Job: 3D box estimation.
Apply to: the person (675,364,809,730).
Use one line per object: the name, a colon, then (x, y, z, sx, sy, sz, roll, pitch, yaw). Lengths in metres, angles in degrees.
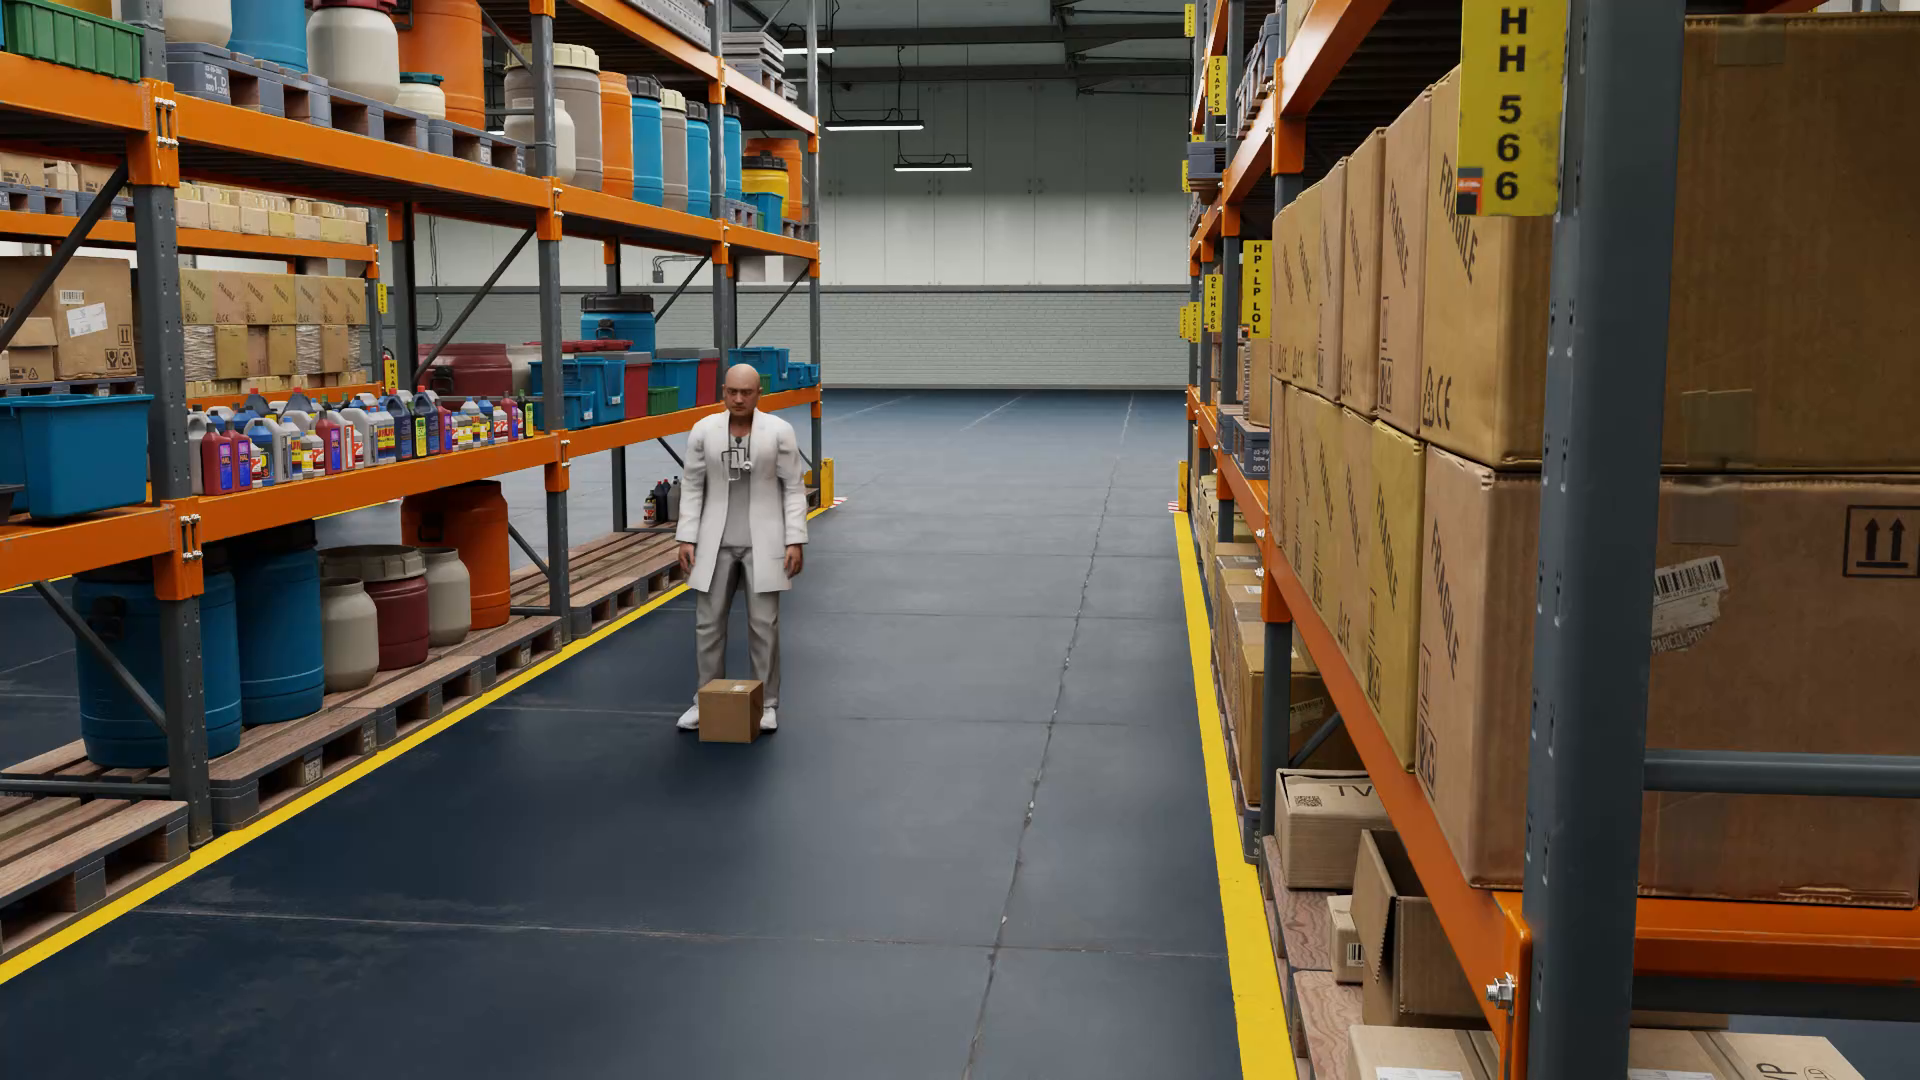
person: (-1.062, 0.031, 8.106, 0.652, 1.773, 0.426, 0, 7, 3)
